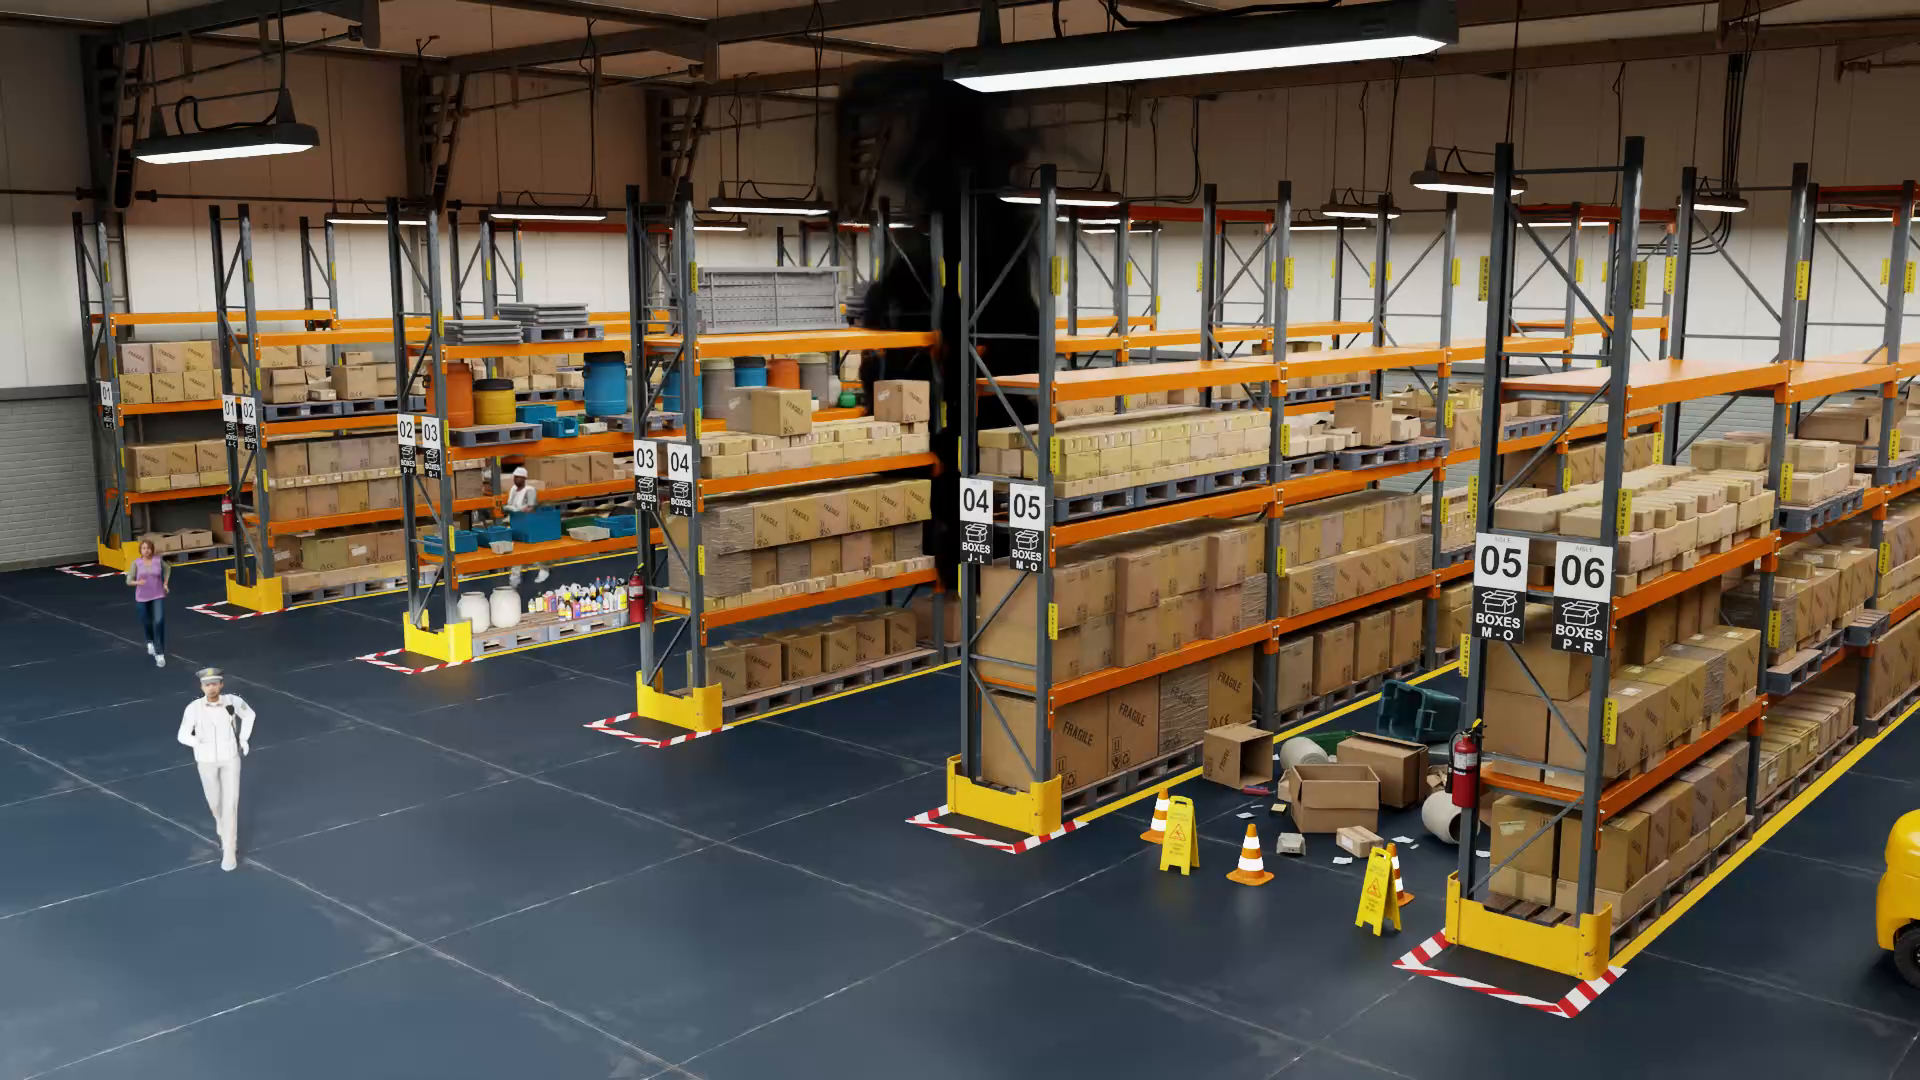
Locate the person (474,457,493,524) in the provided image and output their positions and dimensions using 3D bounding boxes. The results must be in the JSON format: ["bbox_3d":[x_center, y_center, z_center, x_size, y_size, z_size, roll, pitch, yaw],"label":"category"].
[{"bbox_3d":[-8.565,-0.727,30.134,0.656,1.758,0.969,6,11,33],"label":"person"}]

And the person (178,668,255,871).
[{"bbox_3d":[-6.478,1.932,14.540,0.613,1.712,0.923,-3,10,-20],"label":"person"}]

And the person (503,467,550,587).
[{"bbox_3d":[-6.605,-0.169,25.157,0.661,1.882,0.839,6,11,32],"label":"person"}]

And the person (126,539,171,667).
[{"bbox_3d":[-10.510,0.784,21.586,0.531,1.607,0.838,-5,11,-26],"label":"person"}]
